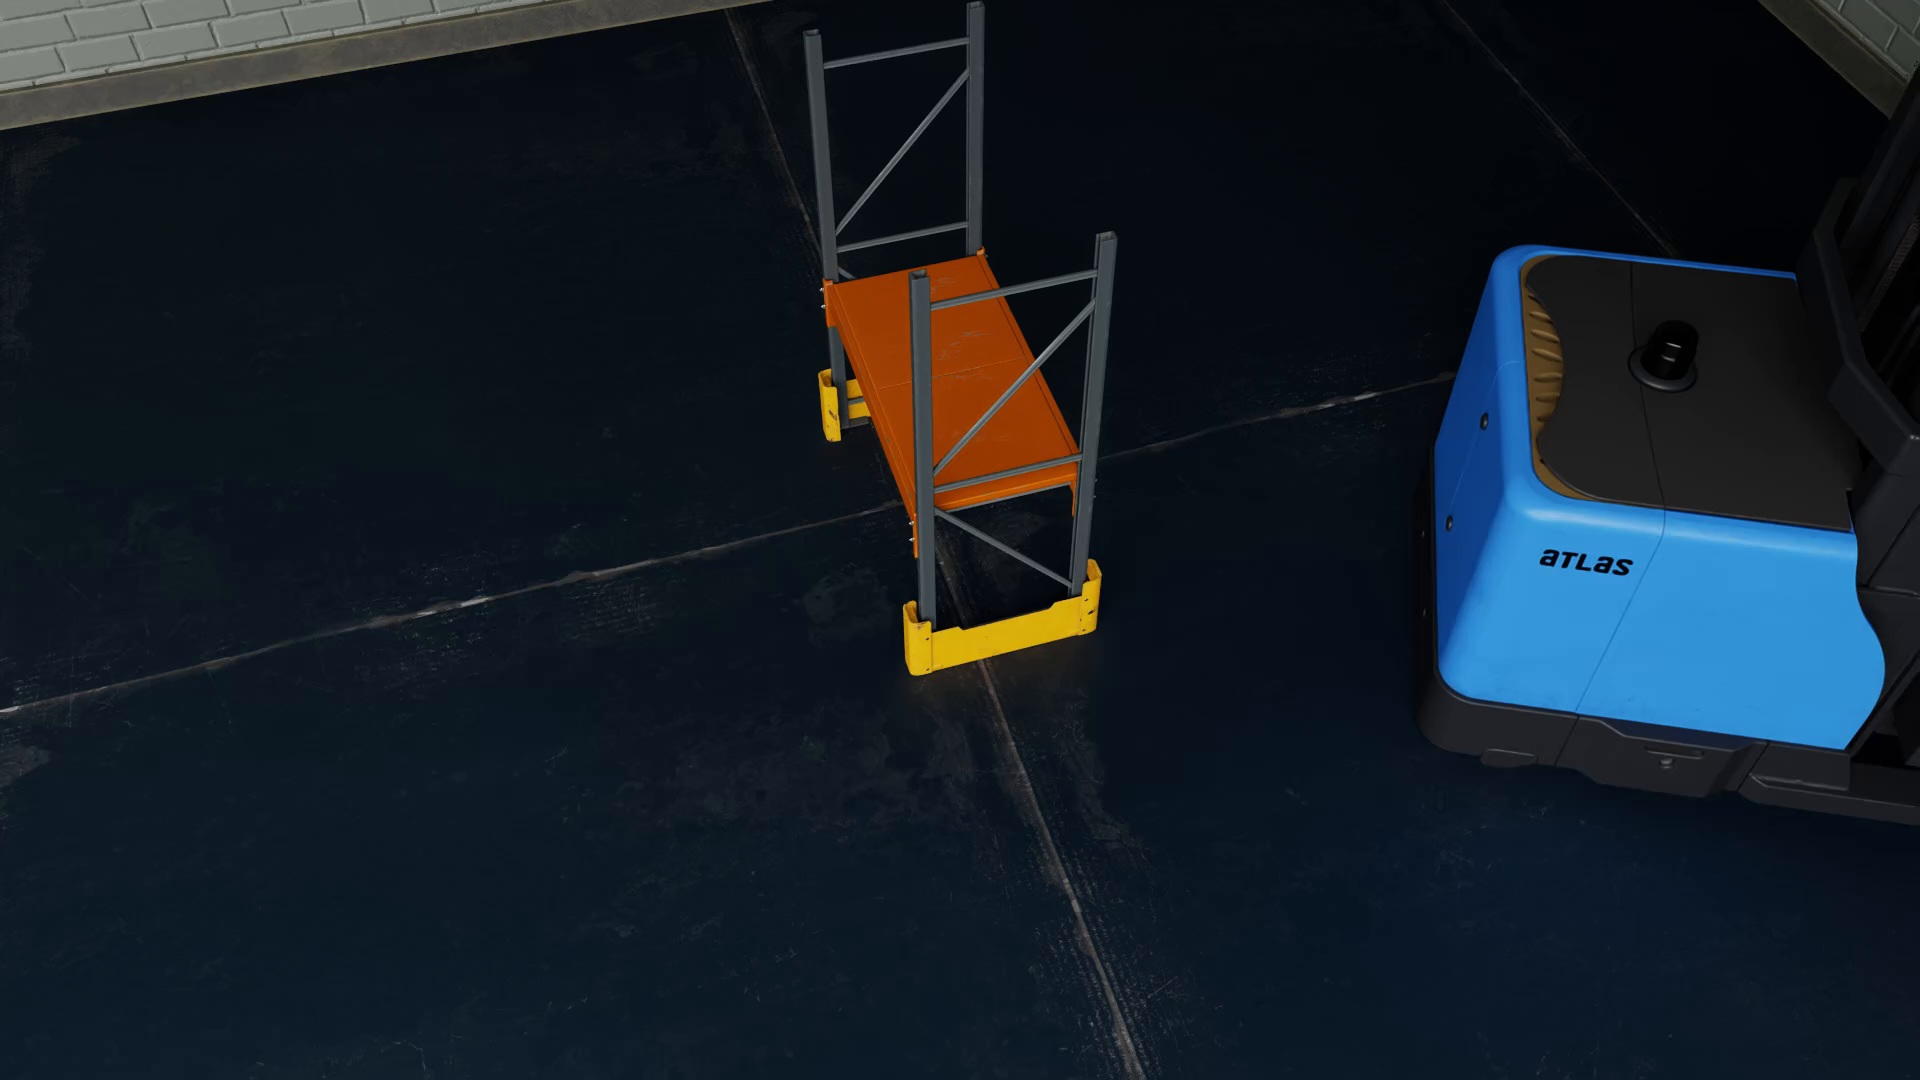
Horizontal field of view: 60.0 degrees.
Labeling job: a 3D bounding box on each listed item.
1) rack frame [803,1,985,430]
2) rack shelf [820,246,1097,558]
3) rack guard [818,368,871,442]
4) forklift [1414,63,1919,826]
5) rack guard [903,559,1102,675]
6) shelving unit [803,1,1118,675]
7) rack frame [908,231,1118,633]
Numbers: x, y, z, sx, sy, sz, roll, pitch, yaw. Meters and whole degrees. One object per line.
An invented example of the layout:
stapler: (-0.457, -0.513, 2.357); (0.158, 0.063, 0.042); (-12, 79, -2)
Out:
rack frame: (-0.176, -0.917, 5.042); (0.500, 1.500, 0.032); (-13, 51, -11)
rack shelf: (-0.025, -0.430, 4.867); (0.538, 0.185, 1.000); (-13, 51, -11)
rack guard: (-0.170, -0.500, 5.508); (0.587, 0.250, 0.087); (-13, 51, -11)
forklift: (2.860, -0.518, 3.769); (3.031, 2.935, 1.130); (7, 50, 6)
rack guard: (0.125, 0.227, 4.895); (0.587, 0.250, 0.087); (-13, 51, -11)
shelving unit: (-0.023, -0.539, 4.724); (0.587, 1.500, 1.083); (-13, 51, -11)
rack frame: (0.125, -0.174, 4.416); (0.500, 1.500, 0.032); (-13, 51, -11)
